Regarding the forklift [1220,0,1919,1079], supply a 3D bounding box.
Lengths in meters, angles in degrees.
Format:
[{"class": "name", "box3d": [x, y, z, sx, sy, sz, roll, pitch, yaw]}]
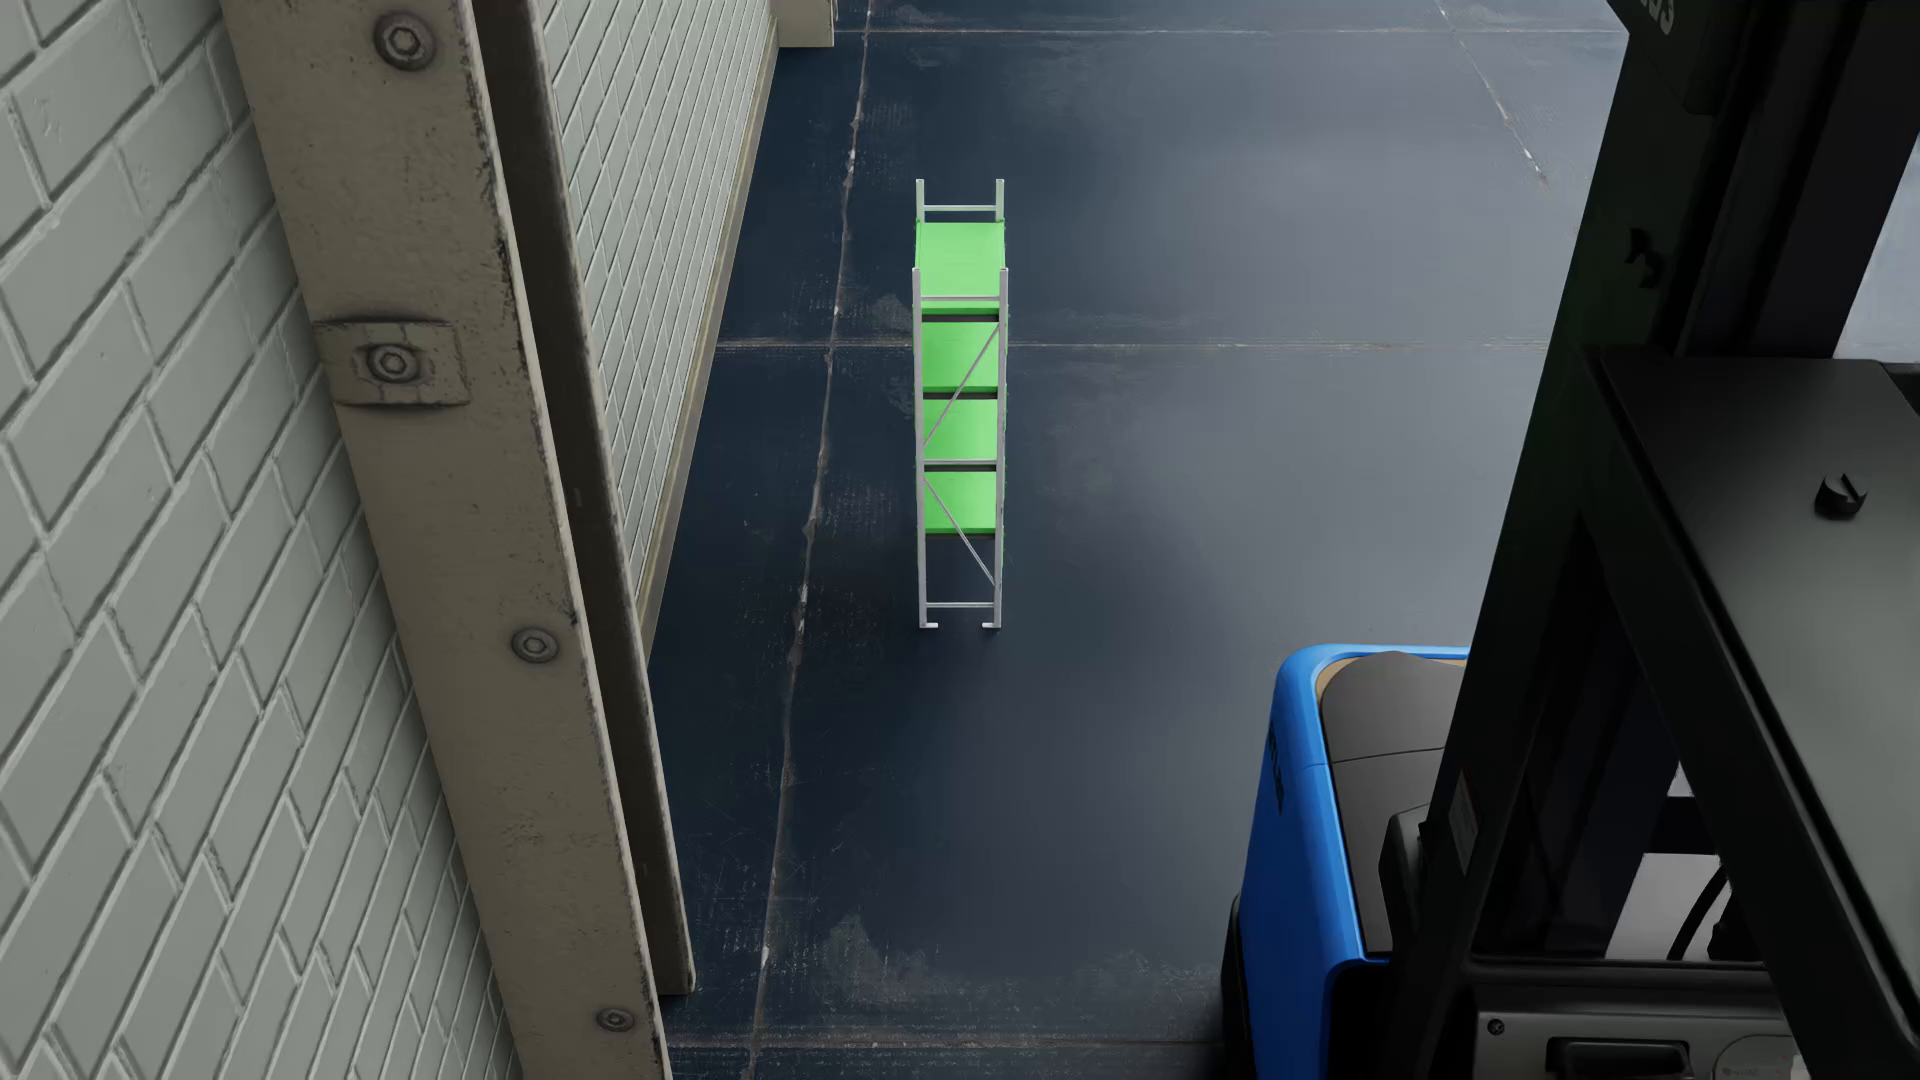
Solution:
[{"class": "forklift", "box3d": [1.080, 0.827, 1.874, 1.130, 2.935, 3.031, 1, 39, 2]}]

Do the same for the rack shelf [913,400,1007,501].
[{"class": "rack shelf", "box3d": [0.000, -0.315, 4.786, 0.258, 0.148, 0.480, 0, 39, 0]}]

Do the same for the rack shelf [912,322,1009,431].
[{"class": "rack shelf", "box3d": [0.000, -0.502, 4.635, 0.258, 0.148, 0.480, 0, 39, 0]}]

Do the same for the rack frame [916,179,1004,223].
[{"class": "rack frame", "box3d": [0.000, -0.517, 4.936, 0.240, 1.200, 0.015, 0, 39, 0]}]

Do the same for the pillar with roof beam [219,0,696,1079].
[{"class": "pillar with roof beam", "box3d": [3.522, -2.358, 0.996, 9.100, 9.000, 0.400, 0, 39, 0]}]

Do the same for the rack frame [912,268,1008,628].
[{"class": "rack frame", "box3d": [0.001, -0.212, 4.555, 0.240, 1.200, 0.015, 0, 39, 0]}]

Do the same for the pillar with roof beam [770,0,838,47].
[{"class": "pillar with roof beam", "box3d": [3.515, -6.110, 5.678, 9.100, 9.000, 0.400, 0, 39, 0]}]

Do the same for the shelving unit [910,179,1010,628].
[{"class": "shelving unit", "box3d": [0.000, -0.365, 4.746, 0.258, 1.200, 0.503, 0, 39, 0]}]

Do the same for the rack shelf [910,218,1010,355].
[{"class": "rack shelf", "box3d": [0.000, -0.689, 4.485, 0.258, 0.148, 0.480, 0, 39, 0]}]

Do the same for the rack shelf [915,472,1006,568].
[{"class": "rack shelf", "box3d": [0.000, -0.128, 4.936, 0.258, 0.148, 0.480, 0, 39, 0]}]
